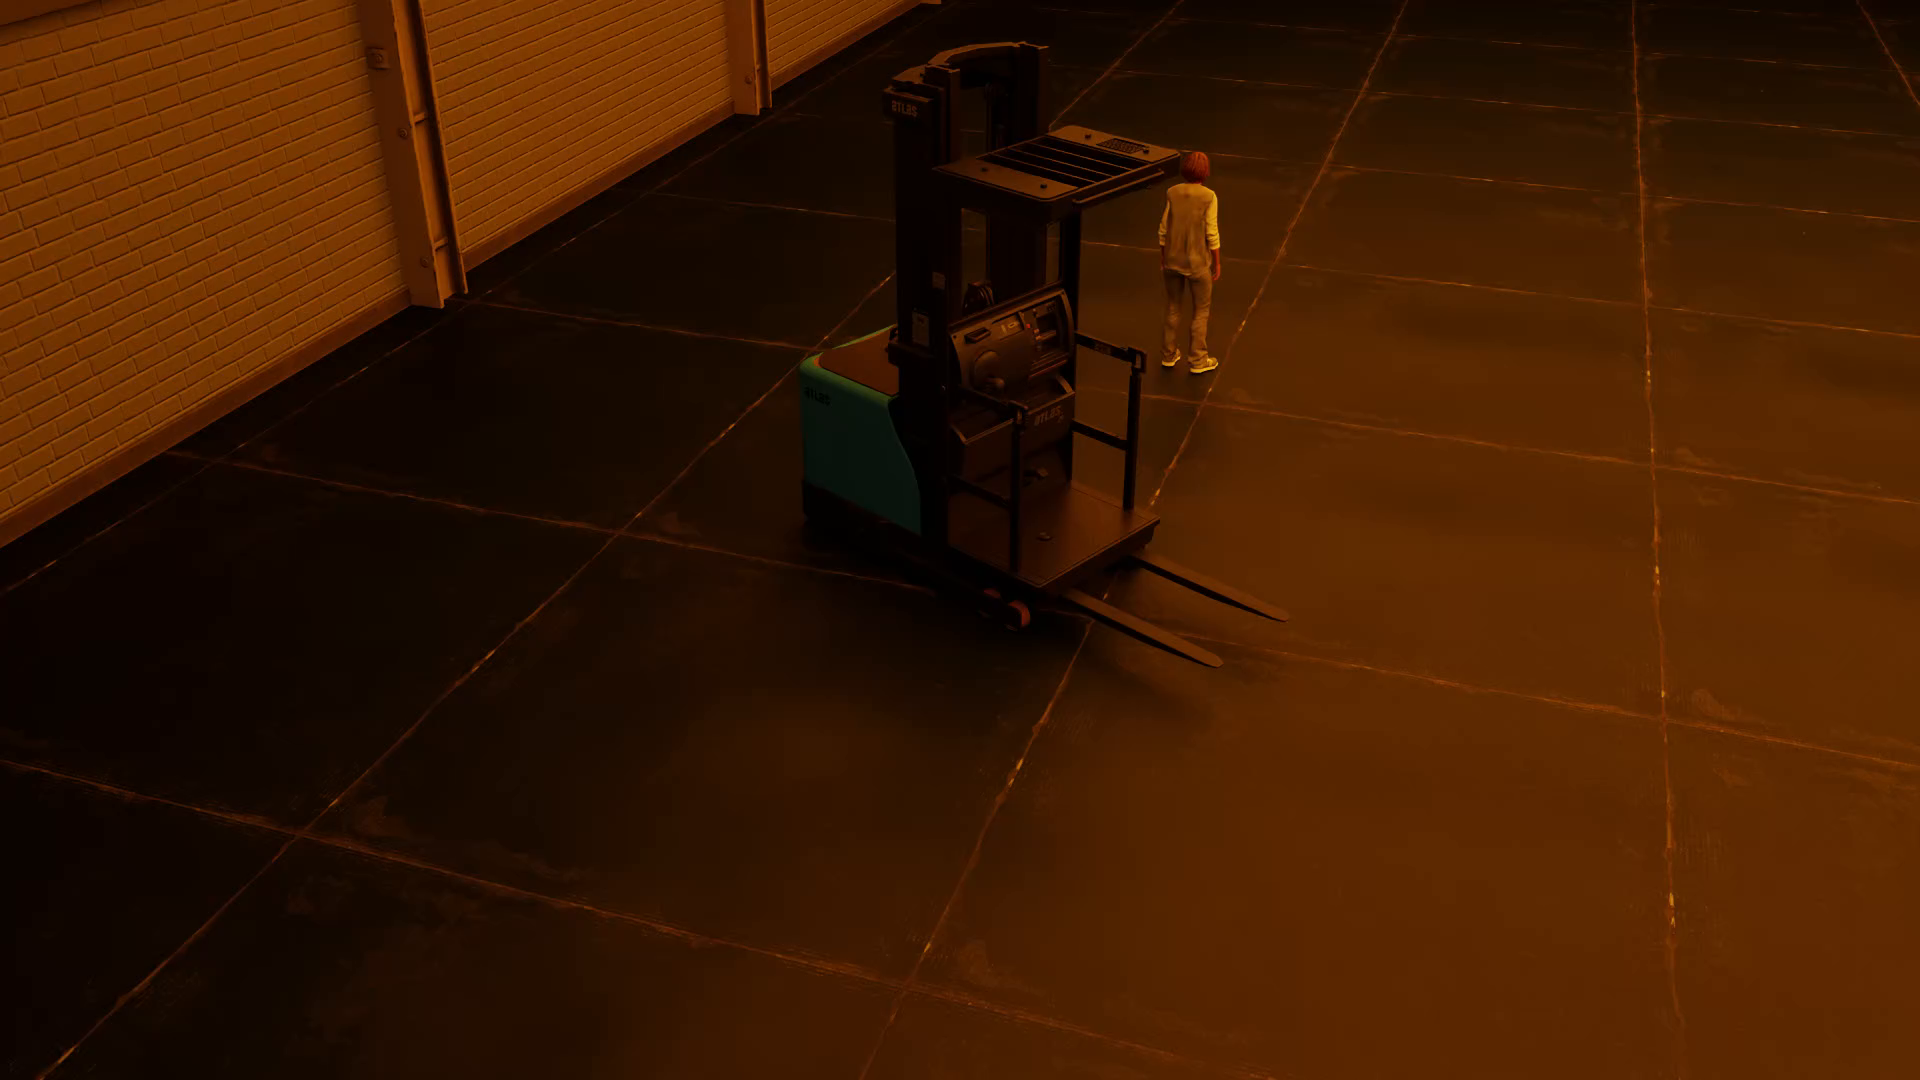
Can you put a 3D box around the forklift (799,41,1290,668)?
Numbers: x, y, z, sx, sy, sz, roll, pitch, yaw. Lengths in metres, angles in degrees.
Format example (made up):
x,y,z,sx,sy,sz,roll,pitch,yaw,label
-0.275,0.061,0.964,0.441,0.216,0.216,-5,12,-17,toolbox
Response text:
x,y,z,sx,sy,sz,roll,pitch,yaw,label
0.449,-1.062,9.000,3.031,2.935,1.130,25,38,37,forklift

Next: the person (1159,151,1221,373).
x,y,z,sx,sy,sz,roll,pitch,yaw,label
1.650,-1.989,11.979,0.476,1.592,0.348,17,34,28,person
